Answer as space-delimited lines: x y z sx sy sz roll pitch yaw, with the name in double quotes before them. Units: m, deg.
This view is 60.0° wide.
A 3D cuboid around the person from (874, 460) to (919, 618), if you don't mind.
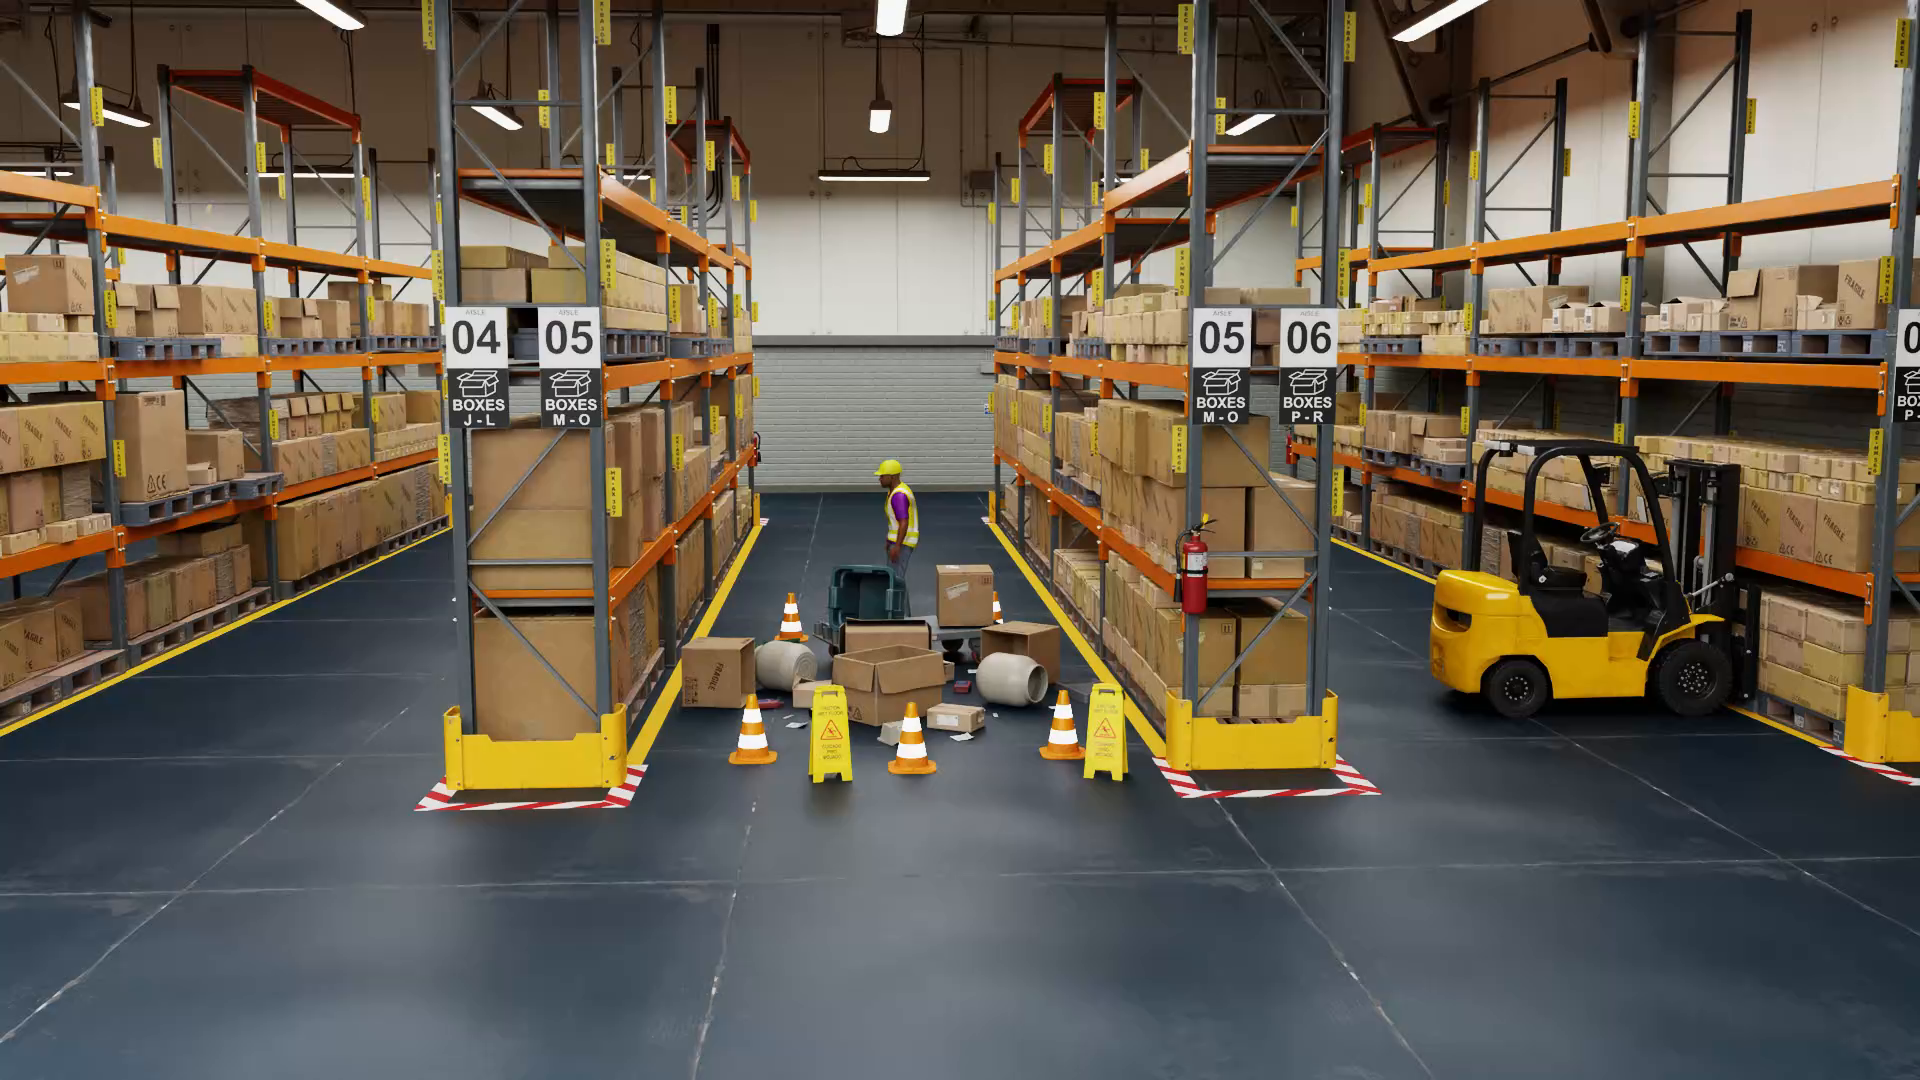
"person" -0.663 0.040 17.324 0.455 1.761 0.637 -1 7 -6
